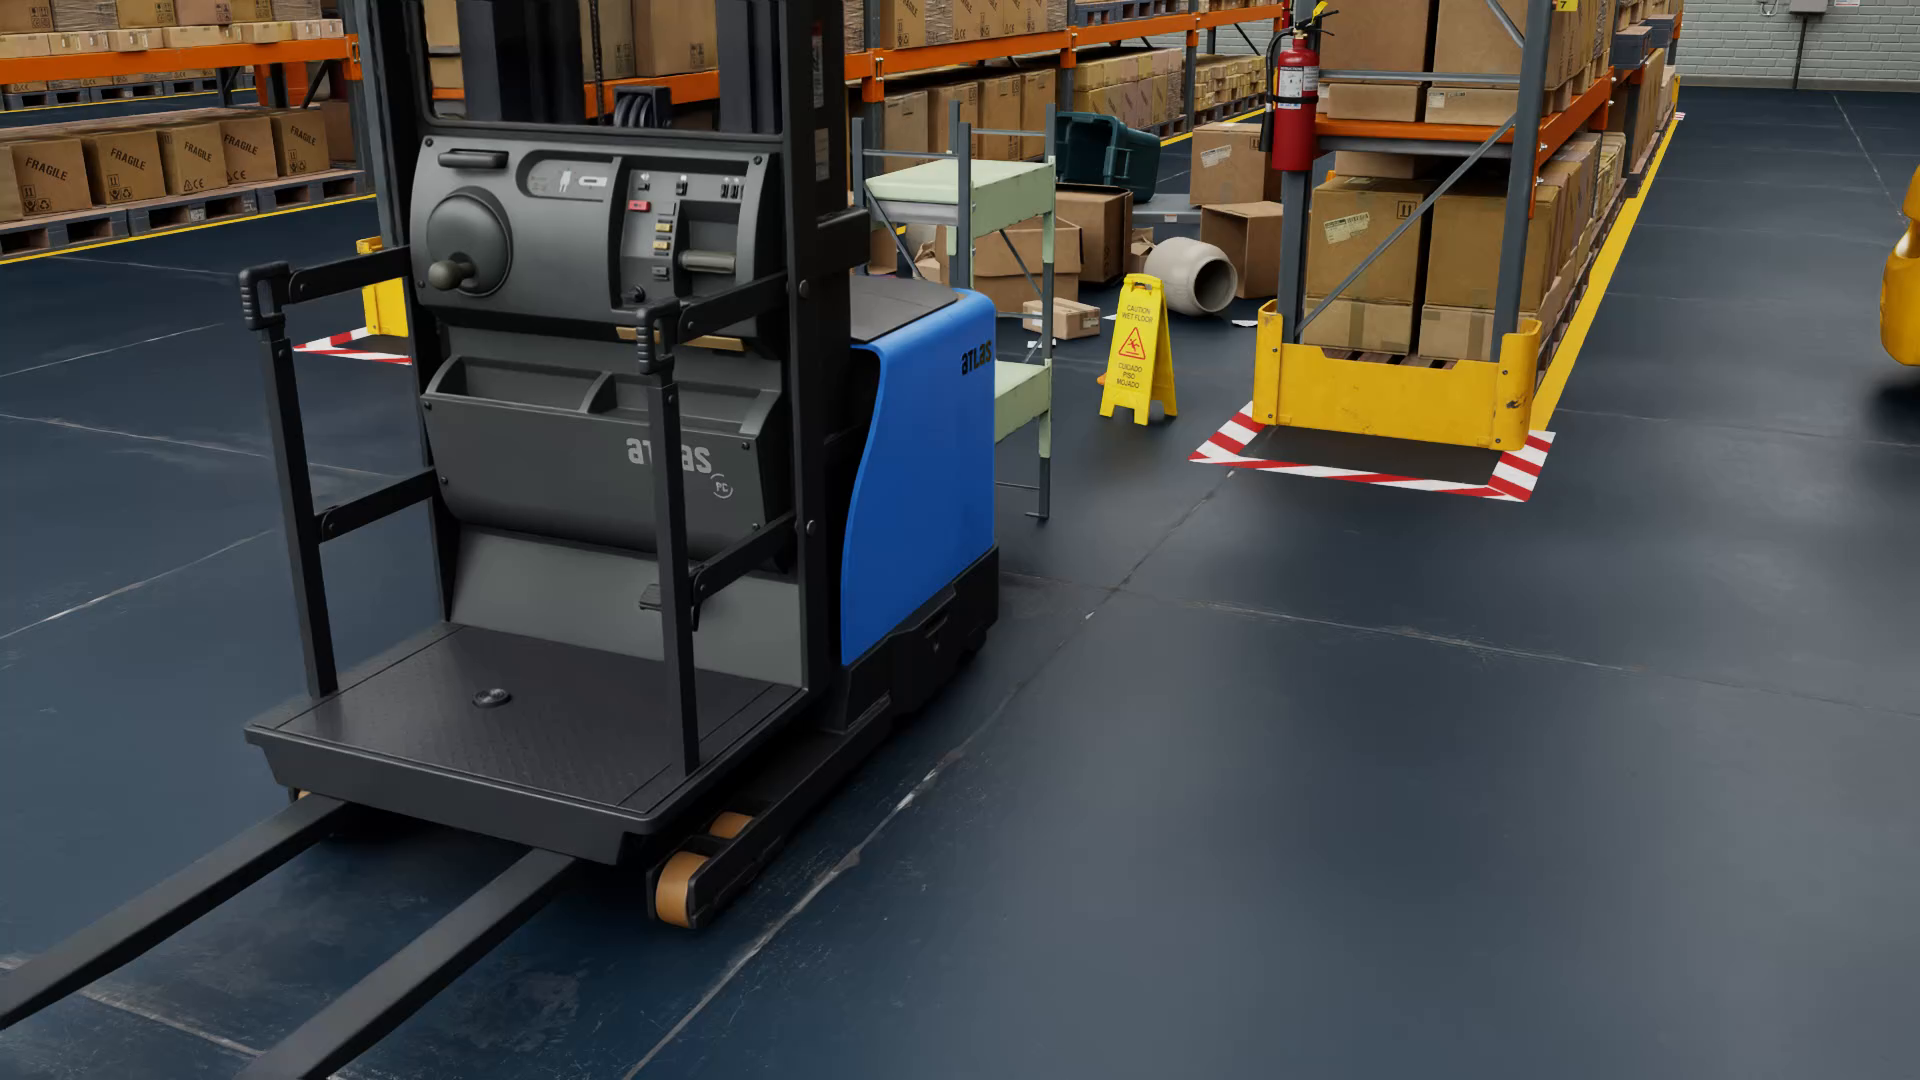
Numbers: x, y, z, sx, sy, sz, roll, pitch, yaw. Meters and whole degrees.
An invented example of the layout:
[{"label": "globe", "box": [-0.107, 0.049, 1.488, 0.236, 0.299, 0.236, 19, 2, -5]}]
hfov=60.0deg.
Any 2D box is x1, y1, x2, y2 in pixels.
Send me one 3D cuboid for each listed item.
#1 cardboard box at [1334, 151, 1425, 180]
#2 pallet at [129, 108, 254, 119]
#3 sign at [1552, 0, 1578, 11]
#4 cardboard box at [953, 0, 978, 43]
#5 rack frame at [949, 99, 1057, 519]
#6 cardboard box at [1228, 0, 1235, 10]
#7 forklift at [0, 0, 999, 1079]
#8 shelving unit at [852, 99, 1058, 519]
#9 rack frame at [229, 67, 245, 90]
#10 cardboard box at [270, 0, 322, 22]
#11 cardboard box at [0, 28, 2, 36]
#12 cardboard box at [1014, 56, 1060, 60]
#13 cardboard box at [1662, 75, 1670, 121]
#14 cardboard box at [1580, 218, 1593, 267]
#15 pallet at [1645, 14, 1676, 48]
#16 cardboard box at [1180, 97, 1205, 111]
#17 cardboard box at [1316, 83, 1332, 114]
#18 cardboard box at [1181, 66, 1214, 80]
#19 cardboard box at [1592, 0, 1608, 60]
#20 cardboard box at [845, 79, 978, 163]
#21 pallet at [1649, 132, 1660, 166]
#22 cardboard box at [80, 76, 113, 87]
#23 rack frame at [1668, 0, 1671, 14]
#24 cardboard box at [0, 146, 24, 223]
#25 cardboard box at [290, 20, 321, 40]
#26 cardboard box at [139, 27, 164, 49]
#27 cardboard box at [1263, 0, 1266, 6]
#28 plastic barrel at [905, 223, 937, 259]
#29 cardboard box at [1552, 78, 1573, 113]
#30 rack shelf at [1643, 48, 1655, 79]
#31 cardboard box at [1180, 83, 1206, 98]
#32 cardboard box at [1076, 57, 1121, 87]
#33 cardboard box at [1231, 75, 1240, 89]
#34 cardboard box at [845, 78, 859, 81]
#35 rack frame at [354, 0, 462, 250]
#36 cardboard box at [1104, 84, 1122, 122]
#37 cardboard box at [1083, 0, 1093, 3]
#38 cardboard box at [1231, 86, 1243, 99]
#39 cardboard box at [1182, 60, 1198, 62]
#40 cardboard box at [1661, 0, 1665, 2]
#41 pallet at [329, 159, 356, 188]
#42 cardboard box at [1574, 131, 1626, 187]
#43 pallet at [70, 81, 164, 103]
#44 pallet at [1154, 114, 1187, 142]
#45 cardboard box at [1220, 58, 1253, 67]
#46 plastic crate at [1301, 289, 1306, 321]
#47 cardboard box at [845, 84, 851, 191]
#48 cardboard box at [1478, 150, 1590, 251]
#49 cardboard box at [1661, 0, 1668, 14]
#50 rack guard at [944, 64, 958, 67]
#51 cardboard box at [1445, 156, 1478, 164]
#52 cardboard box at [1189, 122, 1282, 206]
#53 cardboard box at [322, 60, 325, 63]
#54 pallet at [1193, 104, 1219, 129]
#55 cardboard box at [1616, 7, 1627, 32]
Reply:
[{"label": "cardboard box", "box": [2.045, -1.854, 8.095, 0.380, 0.149, 0.250, 9, 22, 24]}, {"label": "pallet", "box": [-8.770, -4.830, 19.236, 1.003, 0.211, 1.213, 9, 21, 23]}, {"label": "sign", "box": [2.361, -2.224, 6.454, 0.100, 0.325, 0.005, 9, 21, 23]}, {"label": "cardboard box", "box": [-0.179, -4.240, 13.264, 0.500, 0.500, 0.500, 8, 21, 22]}, {"label": "rack frame", "box": [0.147, -0.816, 6.026, 0.400, 1.500, 0.023, 9, 21, 23]}, {"label": "cardboard box", "box": [3.132, -6.540, 20.256, 0.380, 0.149, 0.250, 10, 22, 25]}, {"label": "forklift", "box": [-0.930, -0.700, 3.563, 1.130, 2.935, 3.031, 8, 21, 22]}, {"label": "shelving unit", "box": [-0.003, -0.705, 5.712, 0.431, 1.500, 0.755, 9, 21, 23]}, {"label": "rack frame", "box": [-11.297, -8.279, 24.772, 1.000, 3.000, 0.127, 9, 21, 23]}, {"label": "cardboard box", "box": [-5.778, -4.531, 13.641, 0.875, 0.500, 0.500, 9, 21, 23]}, {"label": "cardboard box", "box": [-6.925, -3.602, 11.028, 0.875, 0.500, 0.500, 9, 21, 23]}, {"label": "cardboard box", "box": [0.822, -4.759, 16.858, 0.500, 0.250, 0.500, 9, 21, 23]}, {"label": "cardboard box", "box": [7.501, -5.001, 18.750, 0.875, 0.438, 0.875, 8, 21, 21]}, {"label": "cardboard box", "box": [3.507, -1.798, 10.025, 0.500, 0.250, 0.500, 10, 22, 25]}, {"label": "pallet", "box": [4.947, -4.013, 13.063, 1.213, 0.211, 1.003, 9, 21, 23]}, {"label": "cardboard box", "box": [2.665, -5.129, 19.543, 0.380, 0.149, 0.250, 8, 21, 20]}, {"label": "cardboard box", "box": [1.827, -2.009, 7.515, 0.380, 0.149, 0.250, 8, 21, 22]}, {"label": "cardboard box", "box": [2.864, -5.662, 20.153, 0.380, 0.149, 0.250, 8, 21, 21]}, {"label": "cardboard box", "box": [3.136, -2.813, 8.809, 0.500, 0.500, 0.500, 9, 22, 24]}, {"label": "cardboard box", "box": [-0.483, -3.396, 13.772, 1.050, 0.750, 0.750, 9, 21, 23]}, {"label": "pallet", "box": [6.533, -3.999, 16.898, 1.003, 0.211, 1.213, 9, 21, 23]}, {"label": "cardboard box", "box": [-12.069, -6.499, 22.841, 0.500, 0.500, 0.500, 8, 21, 22]}, {"label": "rack frame", "box": [6.780, -5.559, 17.123, 1.000, 3.000, 0.127, 9, 21, 23]}, {"label": "cardboard box", "box": [-6.904, -2.459, 11.511, 0.500, 0.500, 0.500, 13, 23, 33]}, {"label": "cardboard box", "box": [-5.468, -4.174, 13.603, 0.380, 0.149, 0.250, 9, 21, 23]}, {"label": "cardboard box", "box": [-6.157, -3.726, 12.345, 0.380, 0.149, 0.250, 9, 21, 23]}, {"label": "cardboard box", "box": [3.760, -7.024, 21.617, 0.380, 0.149, 0.250, 8, 21, 22]}, {"label": "plastic barrel", "box": [-0.118, -1.991, 10.934, 0.421, 0.421, 0.512, -9, 22, -24]}, {"label": "cardboard box", "box": [2.613, -2.068, 7.682, 0.380, 0.149, 0.250, 9, 21, 24]}, {"label": "rack shelf", "box": [5.961, -4.609, 15.525, 1.077, 0.370, 4.000, 9, 21, 23]}, {"label": "cardboard box", "box": [2.663, -5.269, 19.492, 0.380, 0.149, 0.250, 10, 22, 25]}, {"label": "cardboard box", "box": [1.296, -4.691, 16.666, 0.500, 0.250, 0.500, 8, 21, 22]}, {"label": "cardboard box", "box": [3.284, -5.741, 20.820, 0.380, 0.149, 0.250, 9, 21, 23]}, {"label": "cardboard box", "box": [-1.918, -6.306, 21.769, 0.875, 0.875, 0.875, 9, 21, 23]}, {"label": "rack frame", "box": [-2.691, -2.539, 8.631, 1.000, 3.000, 0.127, 9, 21, 23]}, {"label": "cardboard box", "box": [1.310, -4.340, 16.800, 0.500, 0.500, 0.500, 9, 21, 23]}, {"label": "cardboard box", "box": [1.062, -5.255, 16.017, 0.380, 0.149, 0.250, 10, 22, 25]}, {"label": "cardboard box", "box": [3.369, -5.689, 21.117, 0.380, 0.149, 0.250, 9, 21, 24]}, {"label": "cardboard box", "box": [2.815, -6.046, 21.234, 0.380, 0.149, 0.250, 9, 21, 24]}, {"label": "cardboard box", "box": [6.223, -5.084, 15.265, 0.500, 0.250, 0.500, 9, 21, 24]}, {"label": "pallet", "box": [-5.219, -3.398, 15.207, 1.003, 0.211, 1.213, 9, 21, 23]}, {"label": "cardboard box", "box": [4.902, -3.125, 13.573, 0.950, 0.372, 0.625, 7, 21, 19]}, {"label": "pallet", "box": [-12.094, -6.337, 23.473, 1.003, 0.211, 1.213, 9, 21, 23]}, {"label": "pallet", "box": [1.905, -4.655, 18.744, 1.003, 0.211, 1.213, 9, 21, 23]}, {"label": "cardboard box", "box": [3.566, -6.132, 21.476, 0.380, 0.149, 0.250, 8, 21, 21]}, {"label": "plastic crate", "box": [2.113, -1.370, 9.703, 0.402, 0.080, 0.583, 1, 20, 4]}, {"label": "cardboard box", "box": [-1.375, -2.776, 11.842, 0.875, 0.875, 0.875, 9, 21, 24]}, {"label": "cardboard box", "box": [3.092, -1.840, 9.022, 0.500, 0.500, 0.500, 10, 22, 26]}, {"label": "cardboard box", "box": [6.617, -5.161, 16.228, 0.500, 0.250, 0.500, 8, 21, 22]}, {"label": "rack guard", "box": [-0.613, -6.971, 24.825, 1.175, 0.500, 0.348, 9, 21, 23]}, {"label": "cardboard box", "box": [2.594, -1.902, 9.199, 0.500, 0.500, 0.500, 10, 22, 26]}, {"label": "cardboard box", "box": [1.868, -2.528, 11.200, 0.500, 0.500, 0.500, 9, 21, 23]}, {"label": "cardboard box", "box": [-10.532, -7.885, 26.734, 0.797, 0.503, 0.637, 9, 21, 23]}, {"label": "pallet", "box": [2.465, -5.104, 20.004, 1.003, 0.211, 1.213, 9, 21, 23]}, {"label": "cardboard box", "box": [4.019, -3.319, 10.572, 0.380, 0.149, 0.250, 9, 21, 23]}]
